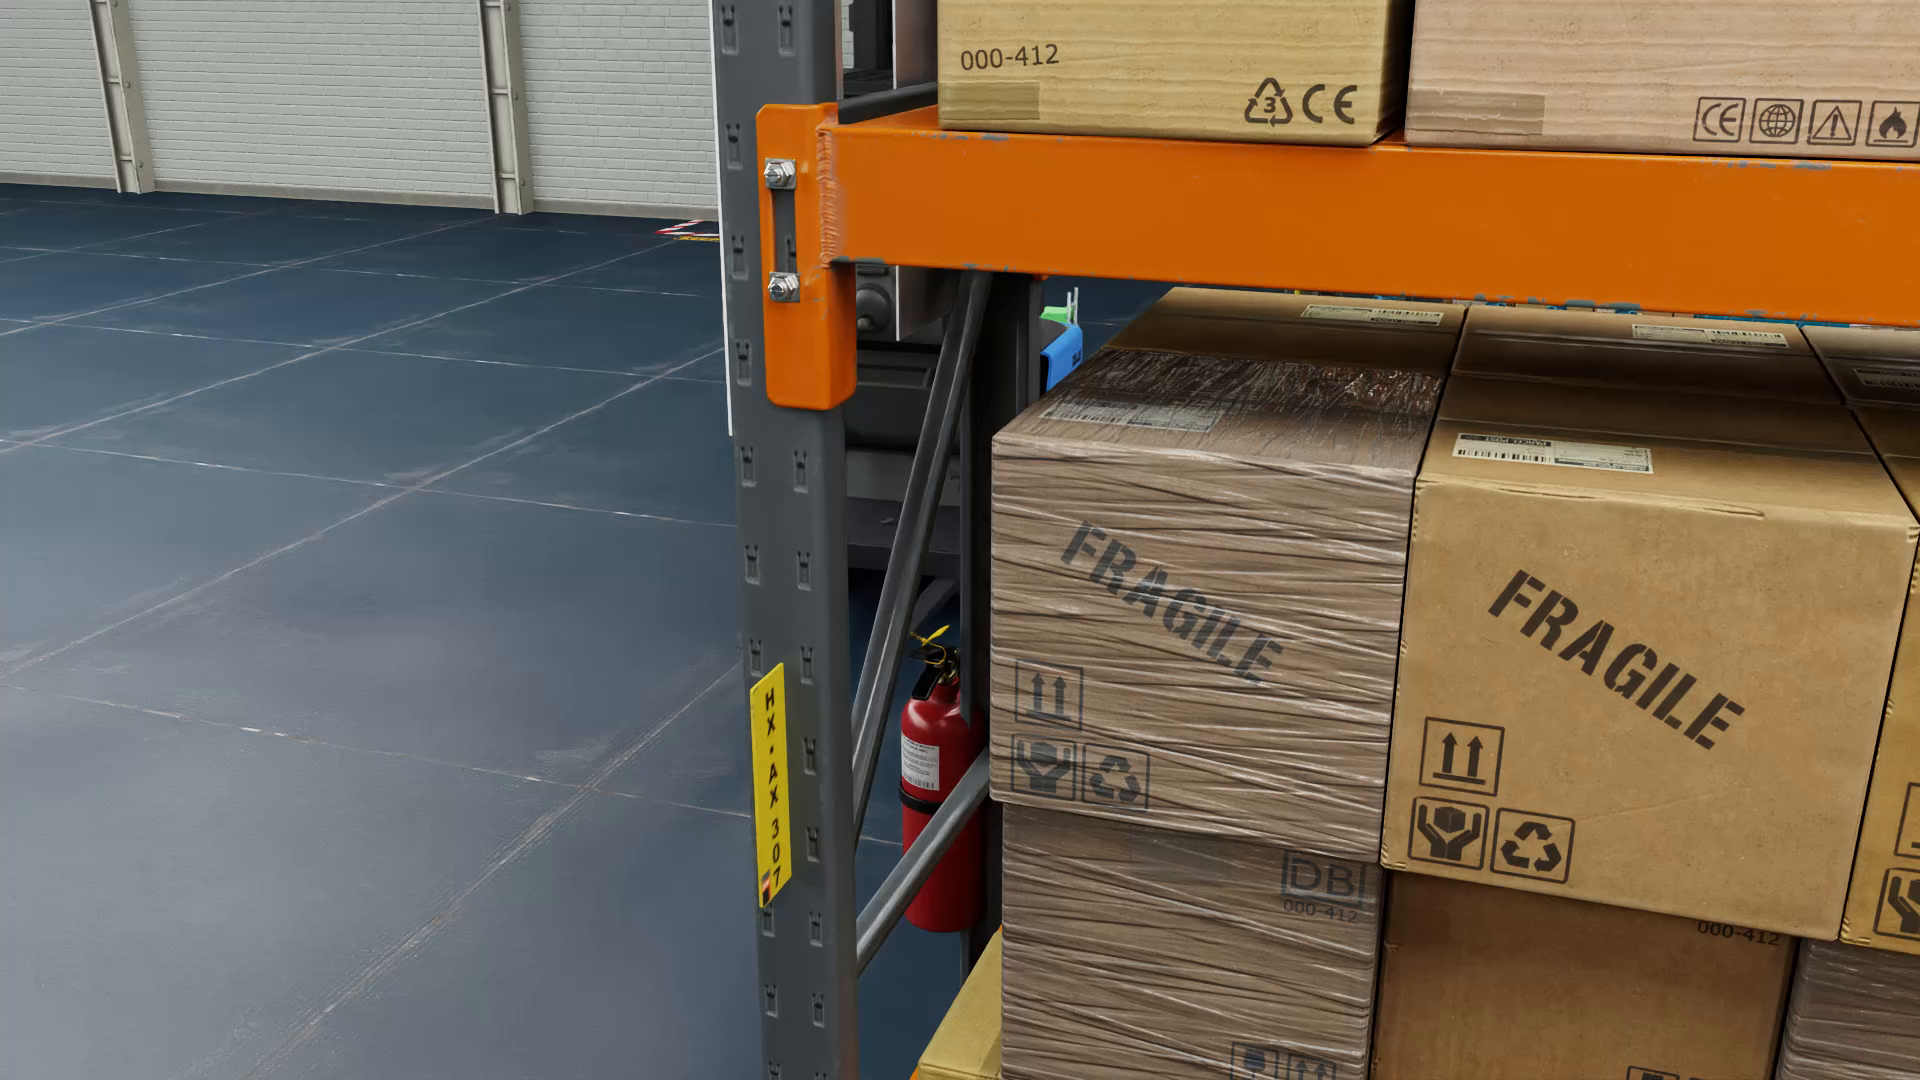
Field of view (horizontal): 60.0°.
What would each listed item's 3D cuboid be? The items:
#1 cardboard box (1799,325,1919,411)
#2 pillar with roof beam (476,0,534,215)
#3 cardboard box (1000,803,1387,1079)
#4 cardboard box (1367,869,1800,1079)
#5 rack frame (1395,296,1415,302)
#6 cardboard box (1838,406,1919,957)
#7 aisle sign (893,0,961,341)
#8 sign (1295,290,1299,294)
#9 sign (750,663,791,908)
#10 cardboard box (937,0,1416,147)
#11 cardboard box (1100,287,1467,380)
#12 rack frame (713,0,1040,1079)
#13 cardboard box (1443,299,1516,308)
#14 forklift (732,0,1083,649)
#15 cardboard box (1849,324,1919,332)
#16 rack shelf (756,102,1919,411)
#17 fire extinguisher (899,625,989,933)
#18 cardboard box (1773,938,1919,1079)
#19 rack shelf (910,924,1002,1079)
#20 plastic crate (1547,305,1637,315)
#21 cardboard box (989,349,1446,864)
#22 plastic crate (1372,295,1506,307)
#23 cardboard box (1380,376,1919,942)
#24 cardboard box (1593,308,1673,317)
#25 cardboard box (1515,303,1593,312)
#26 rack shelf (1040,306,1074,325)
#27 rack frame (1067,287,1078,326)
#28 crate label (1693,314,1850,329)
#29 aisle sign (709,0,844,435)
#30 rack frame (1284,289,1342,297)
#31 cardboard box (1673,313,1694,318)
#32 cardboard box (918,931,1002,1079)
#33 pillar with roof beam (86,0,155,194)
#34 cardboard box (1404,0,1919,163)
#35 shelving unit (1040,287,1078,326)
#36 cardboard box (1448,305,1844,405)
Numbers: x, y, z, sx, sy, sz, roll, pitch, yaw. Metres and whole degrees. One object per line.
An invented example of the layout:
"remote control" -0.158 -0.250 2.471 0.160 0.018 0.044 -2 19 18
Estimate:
"cardboard box" 1.471 0.002 2.390 0.500 0.500 0.500 7 20 18
"pillar with roof beam" -7.002 -7.032 15.578 0.400 9.000 9.100 7 20 18
"cardboard box" 0.435 0.453 2.617 0.500 0.500 0.875 7 20 18
"cardboard box" 0.947 0.469 2.569 0.500 0.500 0.875 7 20 18
"rack frame" 3.179 -2.507 11.712 0.127 3.000 1.000 7 20 18
"cardboard box" 1.297 0.167 1.919 0.500 0.500 0.500 7 20 18
"aisle sign" -0.036 -0.755 2.736 0.004 0.787 0.394 7 20 18
"sign" 1.365 -0.928 6.760 0.005 0.325 0.100 7 20 18
"sign" -0.254 0.332 2.250 0.005 0.325 0.100 7 20 18
"cardboard box" 0.295 -0.641 2.028 0.500 0.250 0.500 7 20 20
"cardboard box" 0.525 -0.105 2.697 0.500 0.500 0.500 7 20 18
"rack frame" -0.077 0.573 2.874 0.053 2.616 0.949 7 20 18
"cardboard box" 3.783 -1.796 12.071 0.500 0.500 0.500 7 20 18
"forklift" -0.216 -1.164 7.962 1.130 2.935 3.031 6 20 16
"cardboard box" 5.979 -1.369 10.847 0.500 0.500 0.500 7 20 18
"rack shelf" 1.814 -0.288 1.882 4.000 0.370 1.077 7 20 18
"fire extinguisher" -0.033 0.453 3.336 0.183 0.674 0.296 7 20 18
"cardboard box" 1.405 0.537 2.375 0.500 0.500 0.875 7 20 18
"rack shelf" 1.814 1.128 2.376 4.000 0.370 1.077 7 20 18
"plastic crate" 2.732 -0.864 7.225 0.408 0.251 0.499 7 20 18
"cardboard box" 0.354 0.057 2.233 0.500 0.500 0.500 7 20 18
"plastic crate" 2.121 -0.936 7.431 0.616 0.251 0.499 7 20 18
"cardboard box" 0.824 0.113 2.072 0.500 0.500 0.500 7 20 18
"cardboard box" 4.562 -1.531 11.311 0.500 0.500 0.500 7 20 18
"cardboard box" 4.085 -1.581 11.454 0.500 0.500 0.500 7 20 18
"rack shelf" 0.408 -1.274 9.627 0.480 0.148 0.258 5 17 13
"rack frame" 0.639 -0.855 9.687 0.015 1.200 0.240 5 17 13
"crate label" 3.377 -0.870 6.960 0.616 0.435 0.502 7 20 18
"aisle sign" -0.233 -0.569 2.201 0.004 0.787 0.394 7 20 18
"rack frame" 1.550 -0.968 7.295 0.127 3.000 1.000 7 20 18
"cardboard box" 5.028 -1.471 11.140 0.500 0.500 0.500 7 20 18
"cardboard box" 0.115 0.796 2.617 0.250 0.149 0.380 7 20 18
"pillar with roof beam" -12.670 -7.680 17.437 0.400 9.000 9.100 7 20 18
"cardboard box" 0.784 -0.587 1.874 0.500 0.250 0.500 6 20 17
"shelving unit" 0.402 -0.875 9.744 0.503 1.200 0.258 5 17 13
"cardboard box" 0.999 -0.053 2.547 0.500 0.500 0.500 7 20 18
